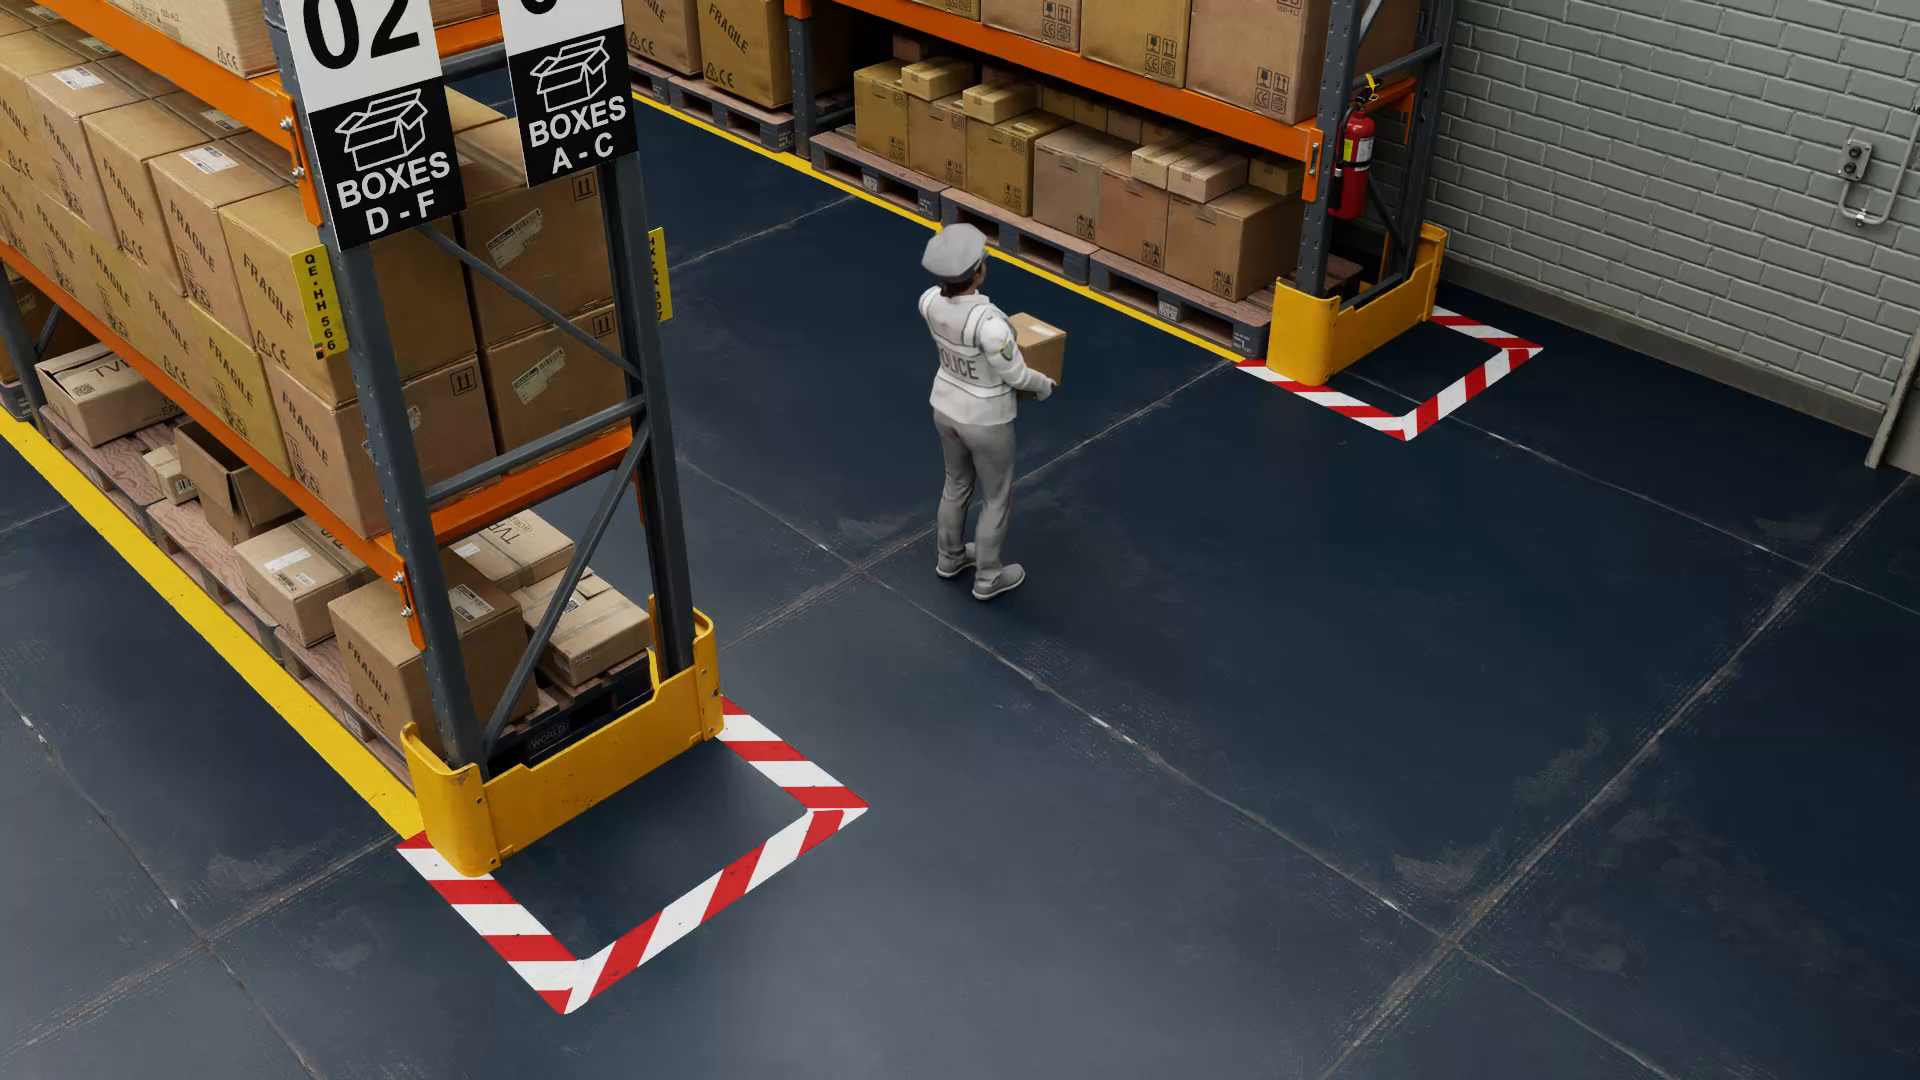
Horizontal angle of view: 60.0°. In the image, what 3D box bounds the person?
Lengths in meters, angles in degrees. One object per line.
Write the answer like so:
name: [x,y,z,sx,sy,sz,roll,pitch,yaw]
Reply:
person: [0.106,-0.545,6.883,0.556,1.686,0.460,-30,45,-35]
